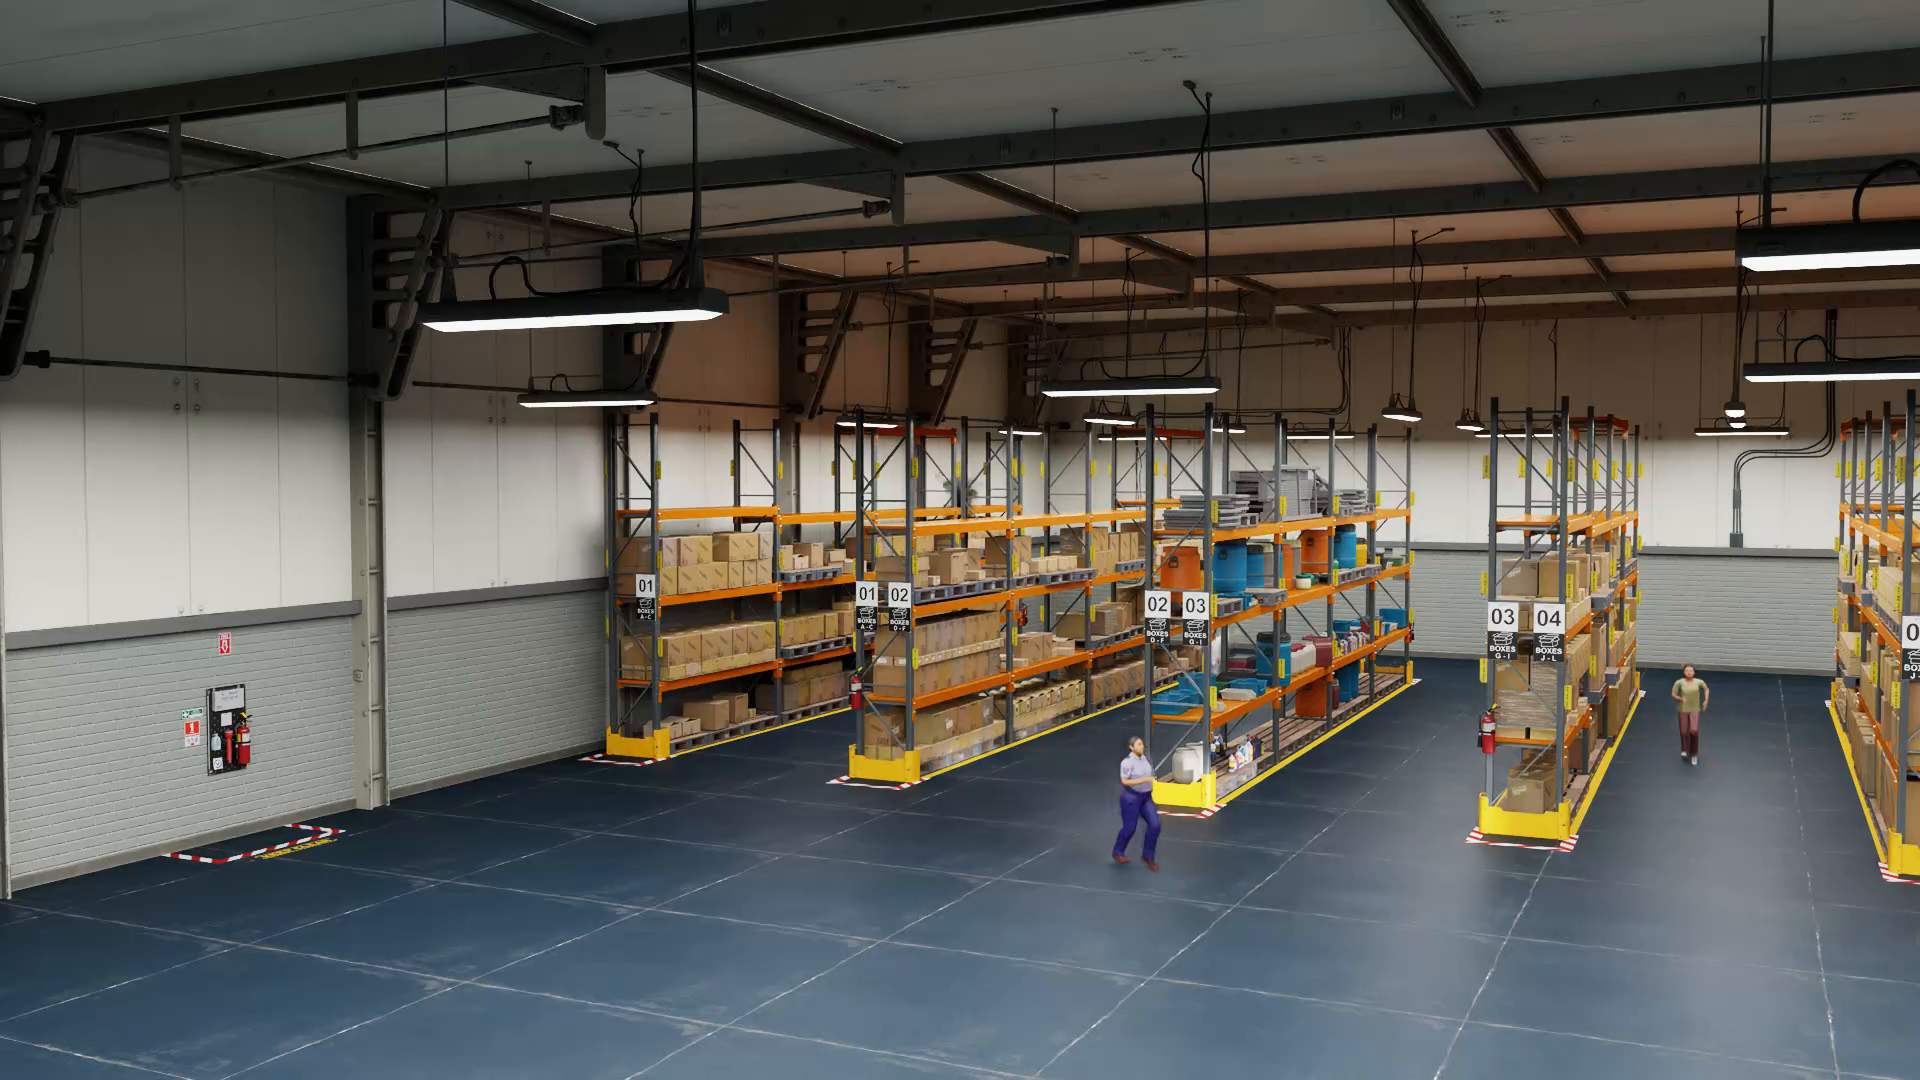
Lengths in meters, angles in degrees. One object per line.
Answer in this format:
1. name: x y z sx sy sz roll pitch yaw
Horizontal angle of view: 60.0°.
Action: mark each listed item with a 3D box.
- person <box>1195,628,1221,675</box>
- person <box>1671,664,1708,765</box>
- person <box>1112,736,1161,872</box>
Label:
1. person: 5.359 2.652 35.493 0.703 1.717 0.584 1 2 14
2. person: 12.492 2.983 28.480 0.587 1.733 0.709 1 3 24
3. person: 2.219 3.306 20.853 0.585 1.704 0.708 -2 3 -40
